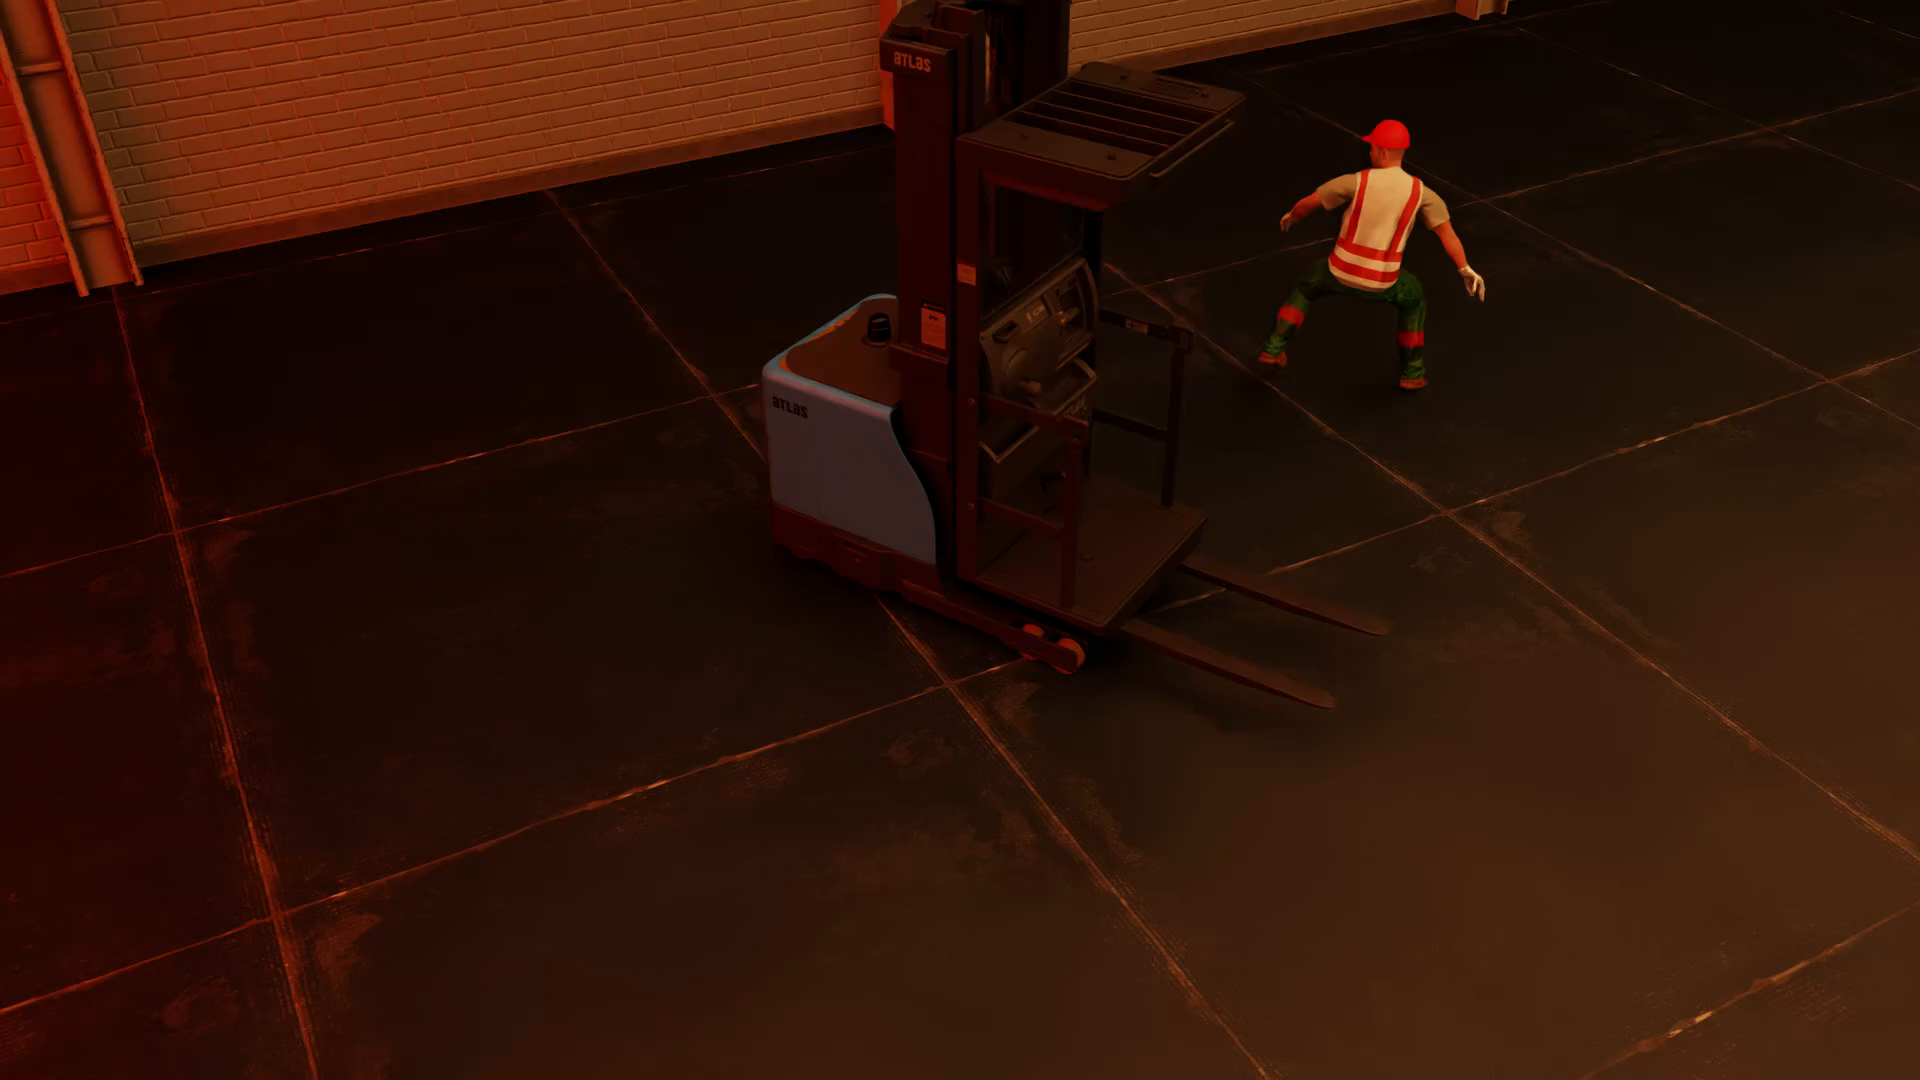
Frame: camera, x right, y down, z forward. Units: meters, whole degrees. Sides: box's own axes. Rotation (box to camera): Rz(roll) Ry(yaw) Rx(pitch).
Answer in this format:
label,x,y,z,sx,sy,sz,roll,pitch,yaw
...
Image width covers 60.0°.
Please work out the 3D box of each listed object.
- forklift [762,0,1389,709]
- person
label,x,y,z,sx,sy,sz,roll,pitch,yaw
forklift,0.539,-0.922,7.427,3.031,2.935,1.130,21,40,27
person,2.401,-1.559,9.529,1.204,1.676,0.526,11,37,15
